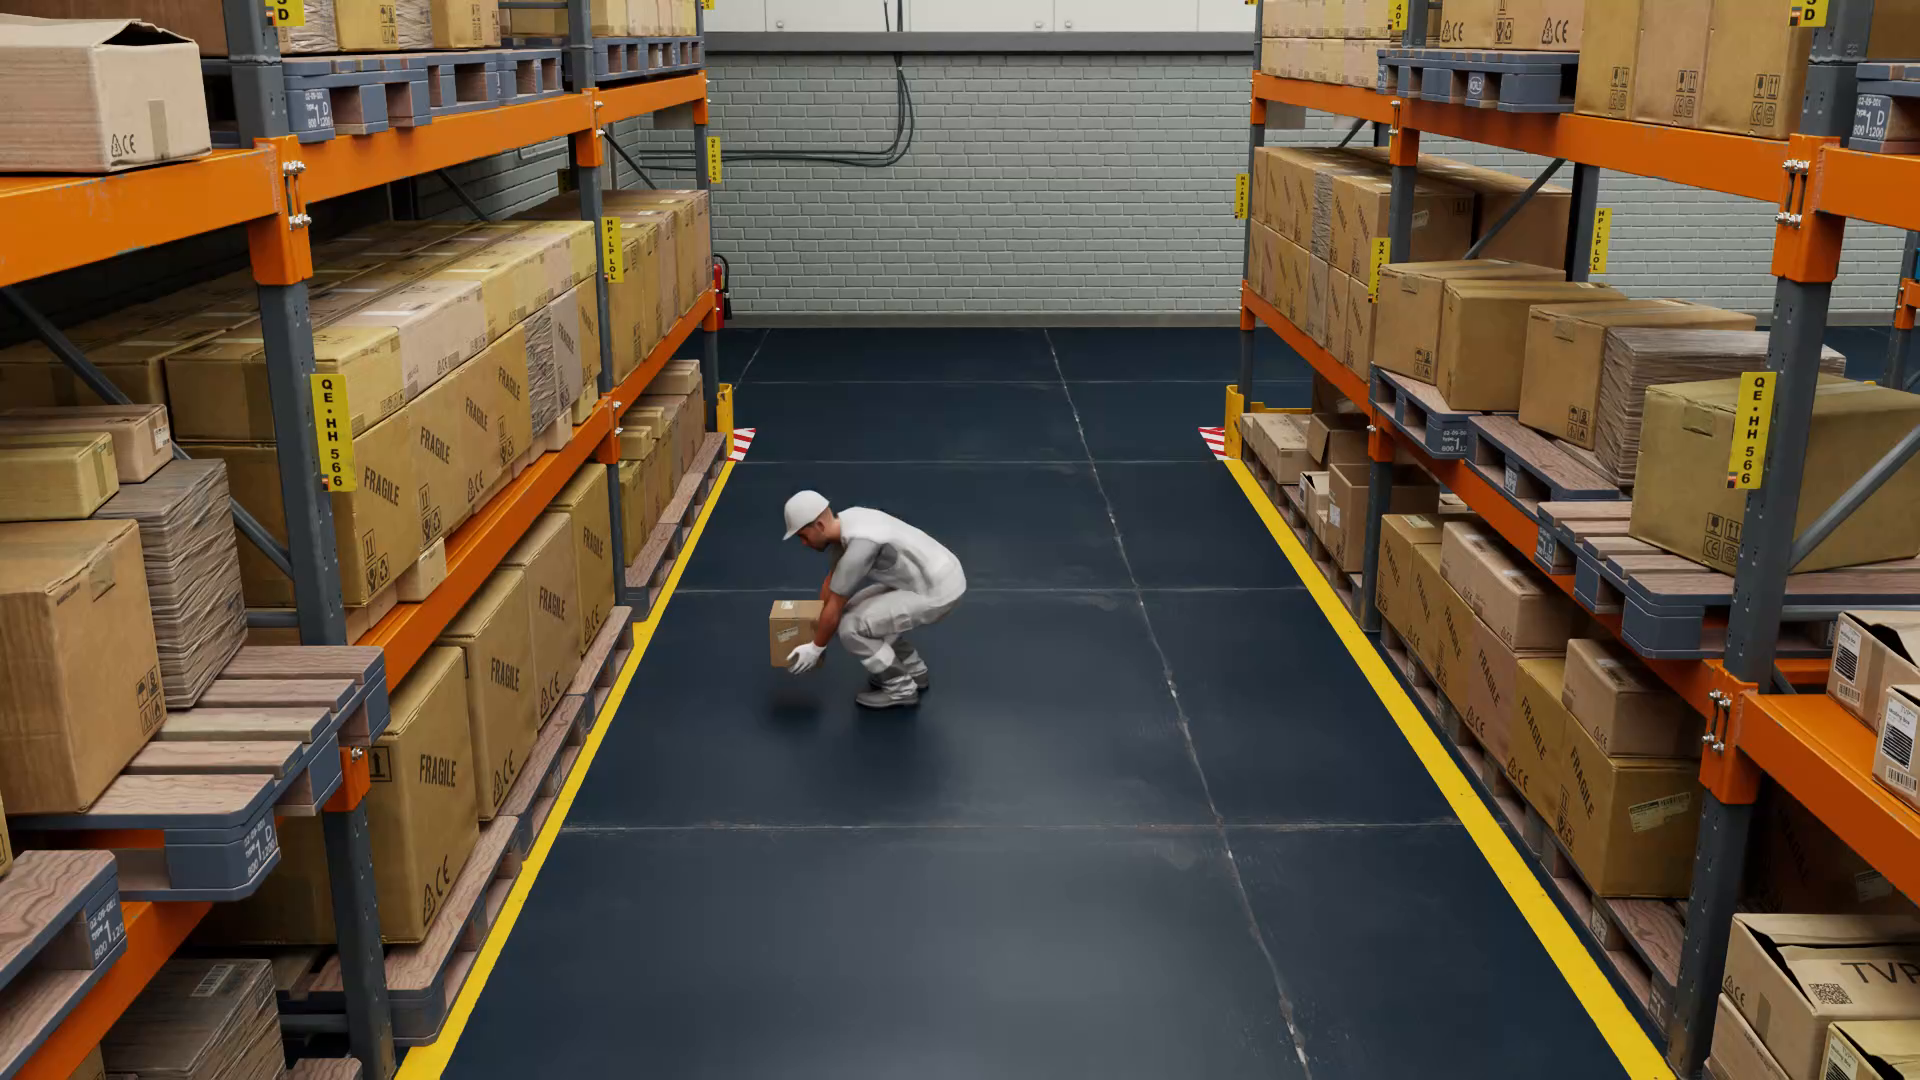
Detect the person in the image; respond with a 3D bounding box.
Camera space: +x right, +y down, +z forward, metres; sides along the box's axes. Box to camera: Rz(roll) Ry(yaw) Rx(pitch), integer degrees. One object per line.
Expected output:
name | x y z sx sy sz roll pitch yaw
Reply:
person | -0.403 0.266 7.894 0.870 1.055 0.575 0 17 -1
